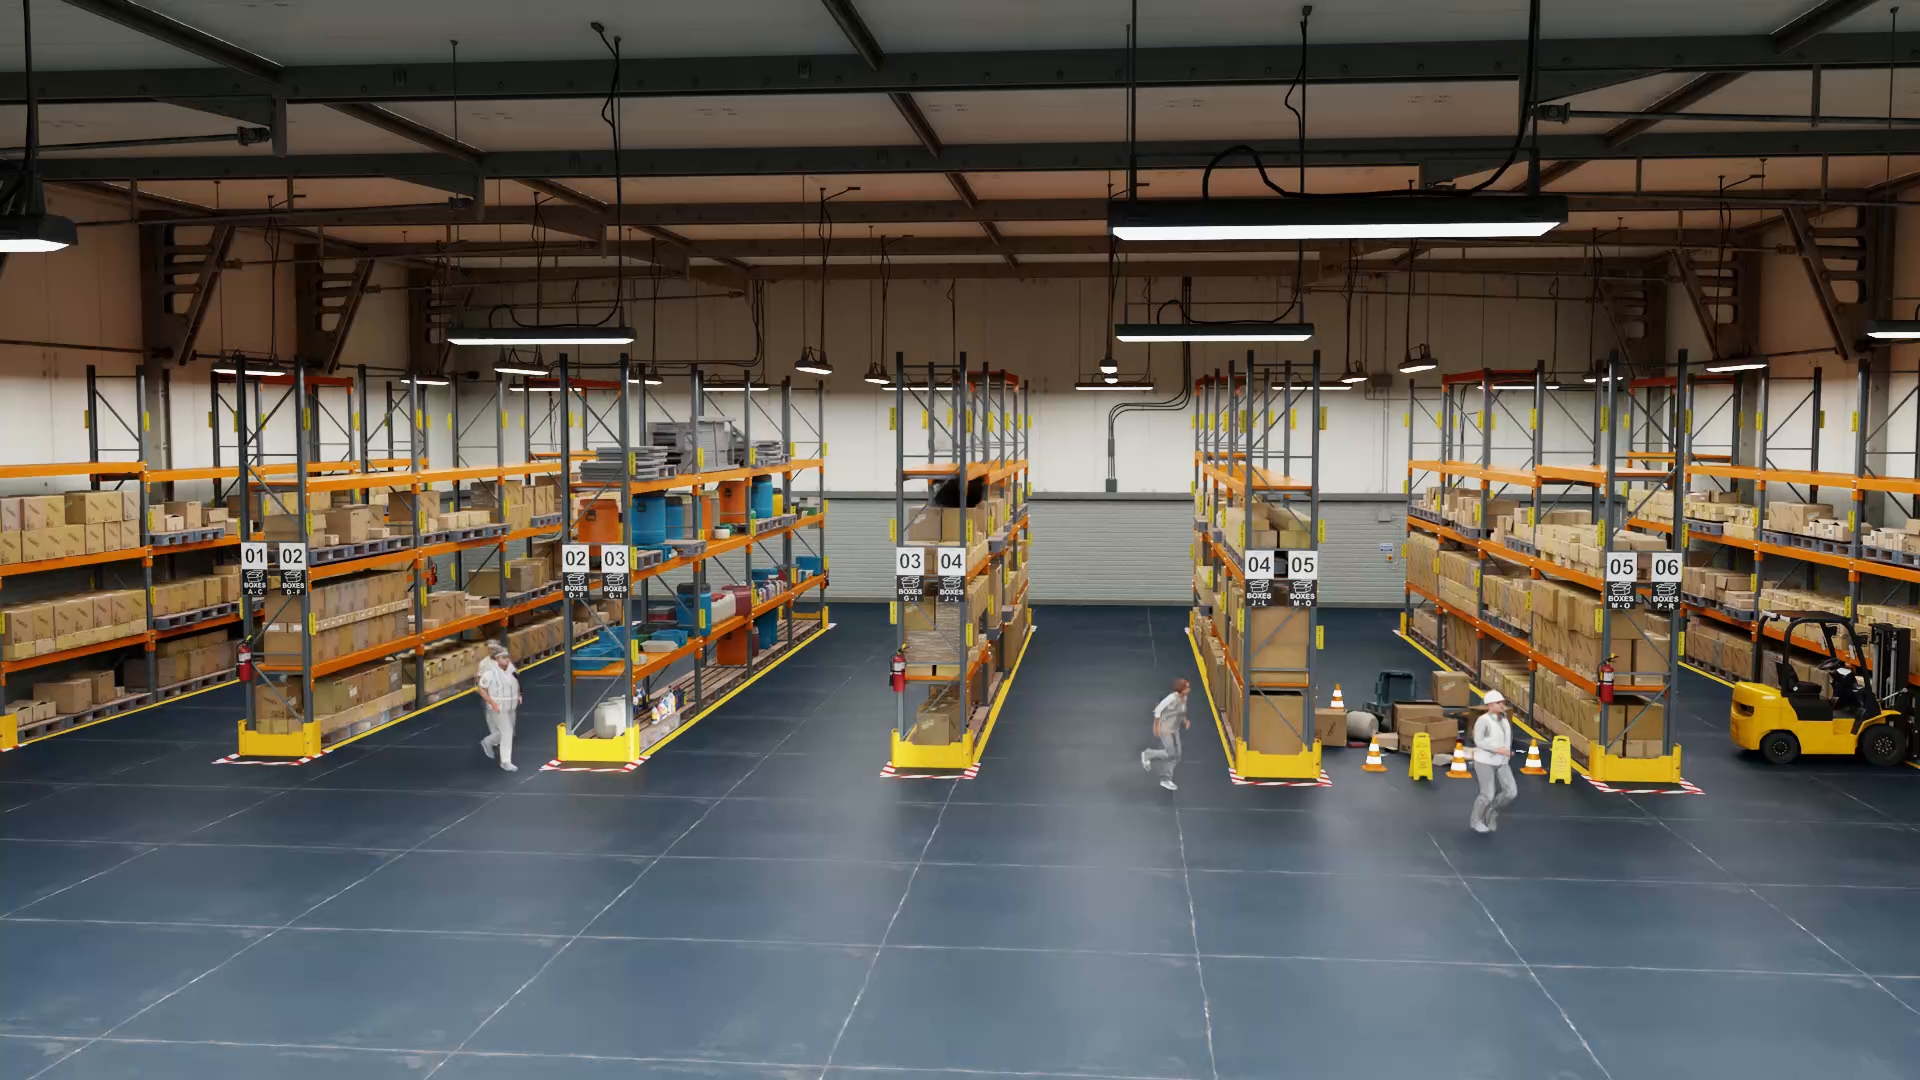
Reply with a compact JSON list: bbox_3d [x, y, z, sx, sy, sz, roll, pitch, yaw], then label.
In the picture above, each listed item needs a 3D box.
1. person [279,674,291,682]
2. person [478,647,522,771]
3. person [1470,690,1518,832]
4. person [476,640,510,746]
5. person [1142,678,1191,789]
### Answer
[{"bbox_3d":[-11.525,2.153,28.809,0.595,1.609,0.561,0,4,2],"label":"person"},{"bbox_3d":[-6.677,2.424,24.066,0.765,1.801,0.658,3,5,32],"label":"person"},{"bbox_3d":[6.521,2.700,20.180,0.684,1.756,0.656,-2,5,-29],"label":"person"},{"bbox_3d":[-7.174,2.358,25.634,0.569,1.661,0.554,0,4,-4],"label":"person"},{"bbox_3d":[2.831,2.641,22.823,0.719,1.536,0.533,3,5,32],"label":"person"}]
